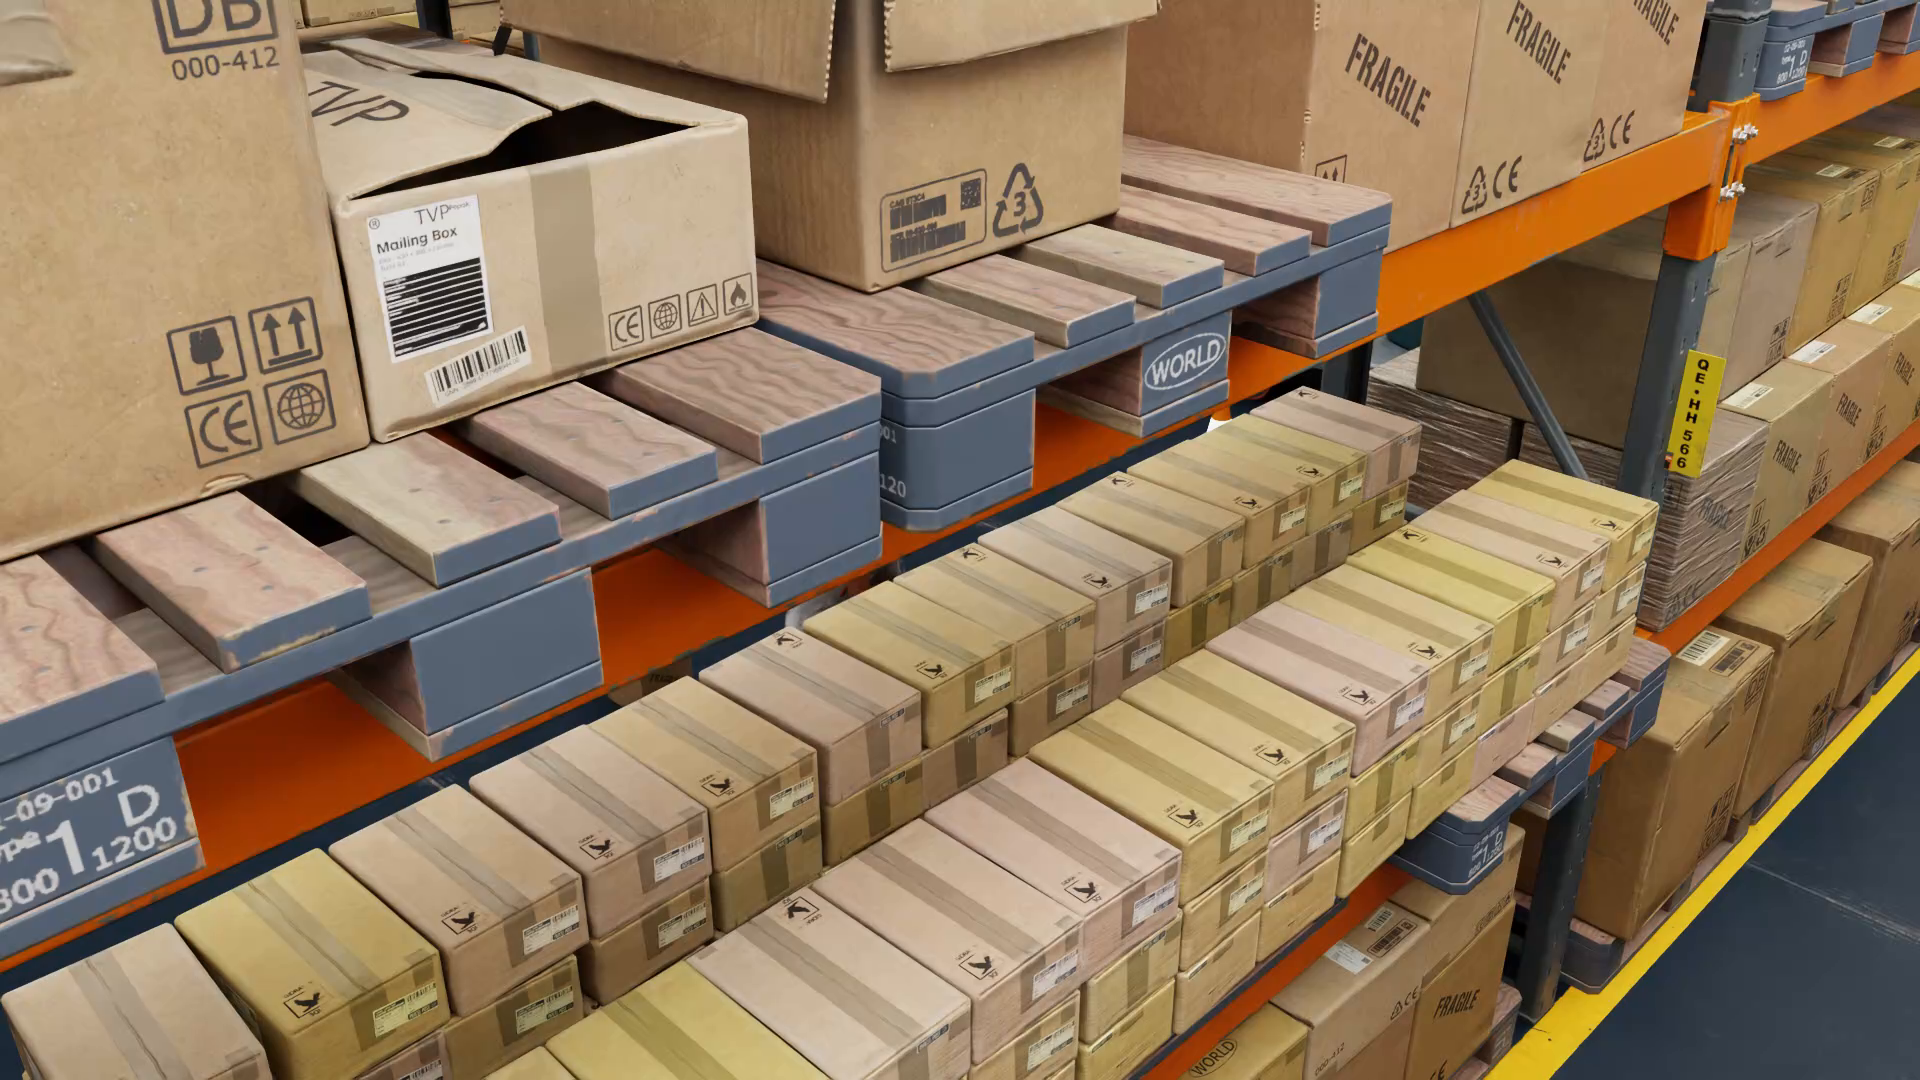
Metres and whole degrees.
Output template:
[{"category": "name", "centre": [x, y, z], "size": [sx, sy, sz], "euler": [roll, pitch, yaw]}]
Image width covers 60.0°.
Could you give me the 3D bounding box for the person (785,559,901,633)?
[{"category": "person", "centre": [-0.495, -0.009, 6.106], "size": [0.838, 1.728, 0.776], "euler": [4, 28, 8]}]
